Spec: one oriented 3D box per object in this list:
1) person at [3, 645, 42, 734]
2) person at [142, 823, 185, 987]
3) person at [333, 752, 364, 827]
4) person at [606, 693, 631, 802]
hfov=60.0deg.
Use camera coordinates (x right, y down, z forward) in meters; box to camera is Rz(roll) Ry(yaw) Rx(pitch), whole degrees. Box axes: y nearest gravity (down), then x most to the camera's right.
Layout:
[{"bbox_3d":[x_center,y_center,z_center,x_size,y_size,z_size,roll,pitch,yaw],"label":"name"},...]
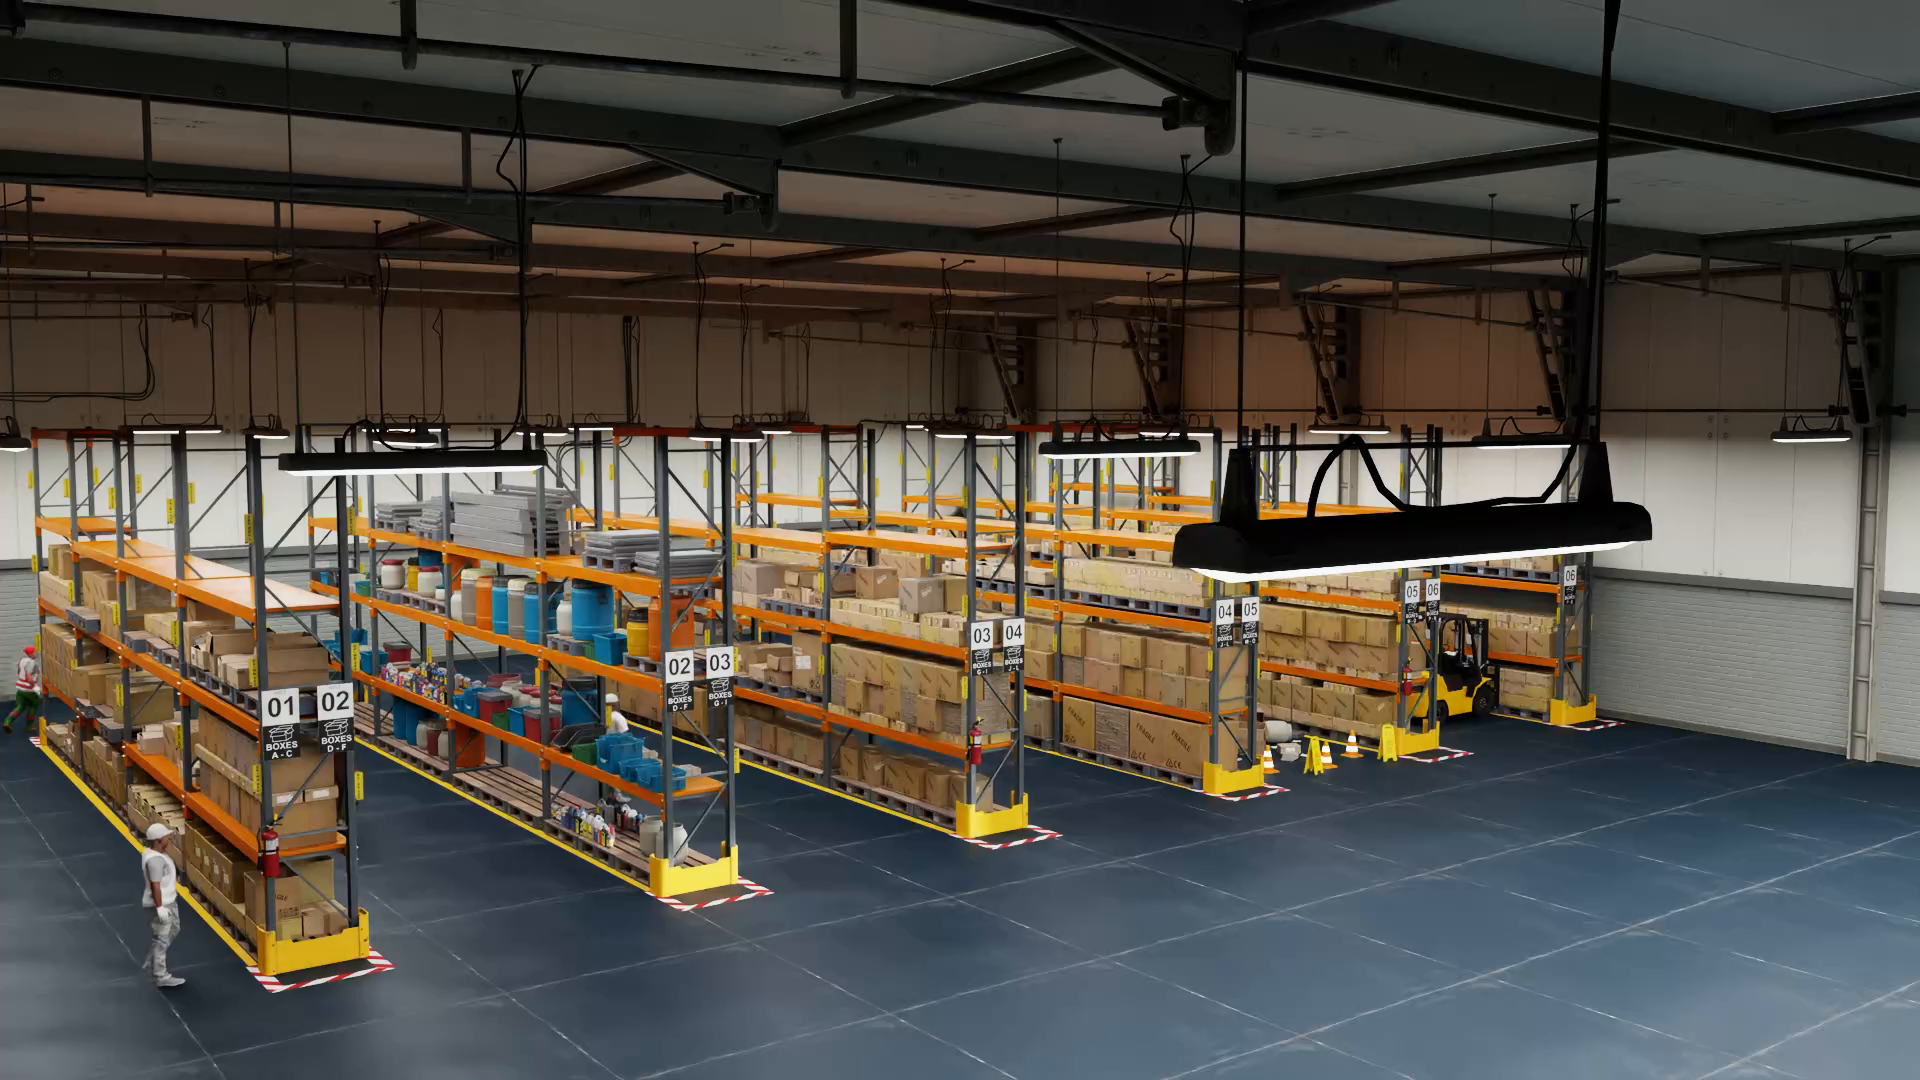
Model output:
[{"bbox_3d":[-18.191,2.920,32.391,0.679,1.746,0.844,1,5,17],"label":"person"},{"bbox_3d":[-8.812,4.003,18.315,0.492,1.791,0.629,-1,5,-15],"label":"person"},{"bbox_3d":[-9.275,3.479,24.964,0.599,1.784,0.512,2,5,21],"label":"person"},{"bbox_3d":[-5.501,3.354,26.804,0.617,1.802,0.585,-2,5,-26],"label":"person"}]
